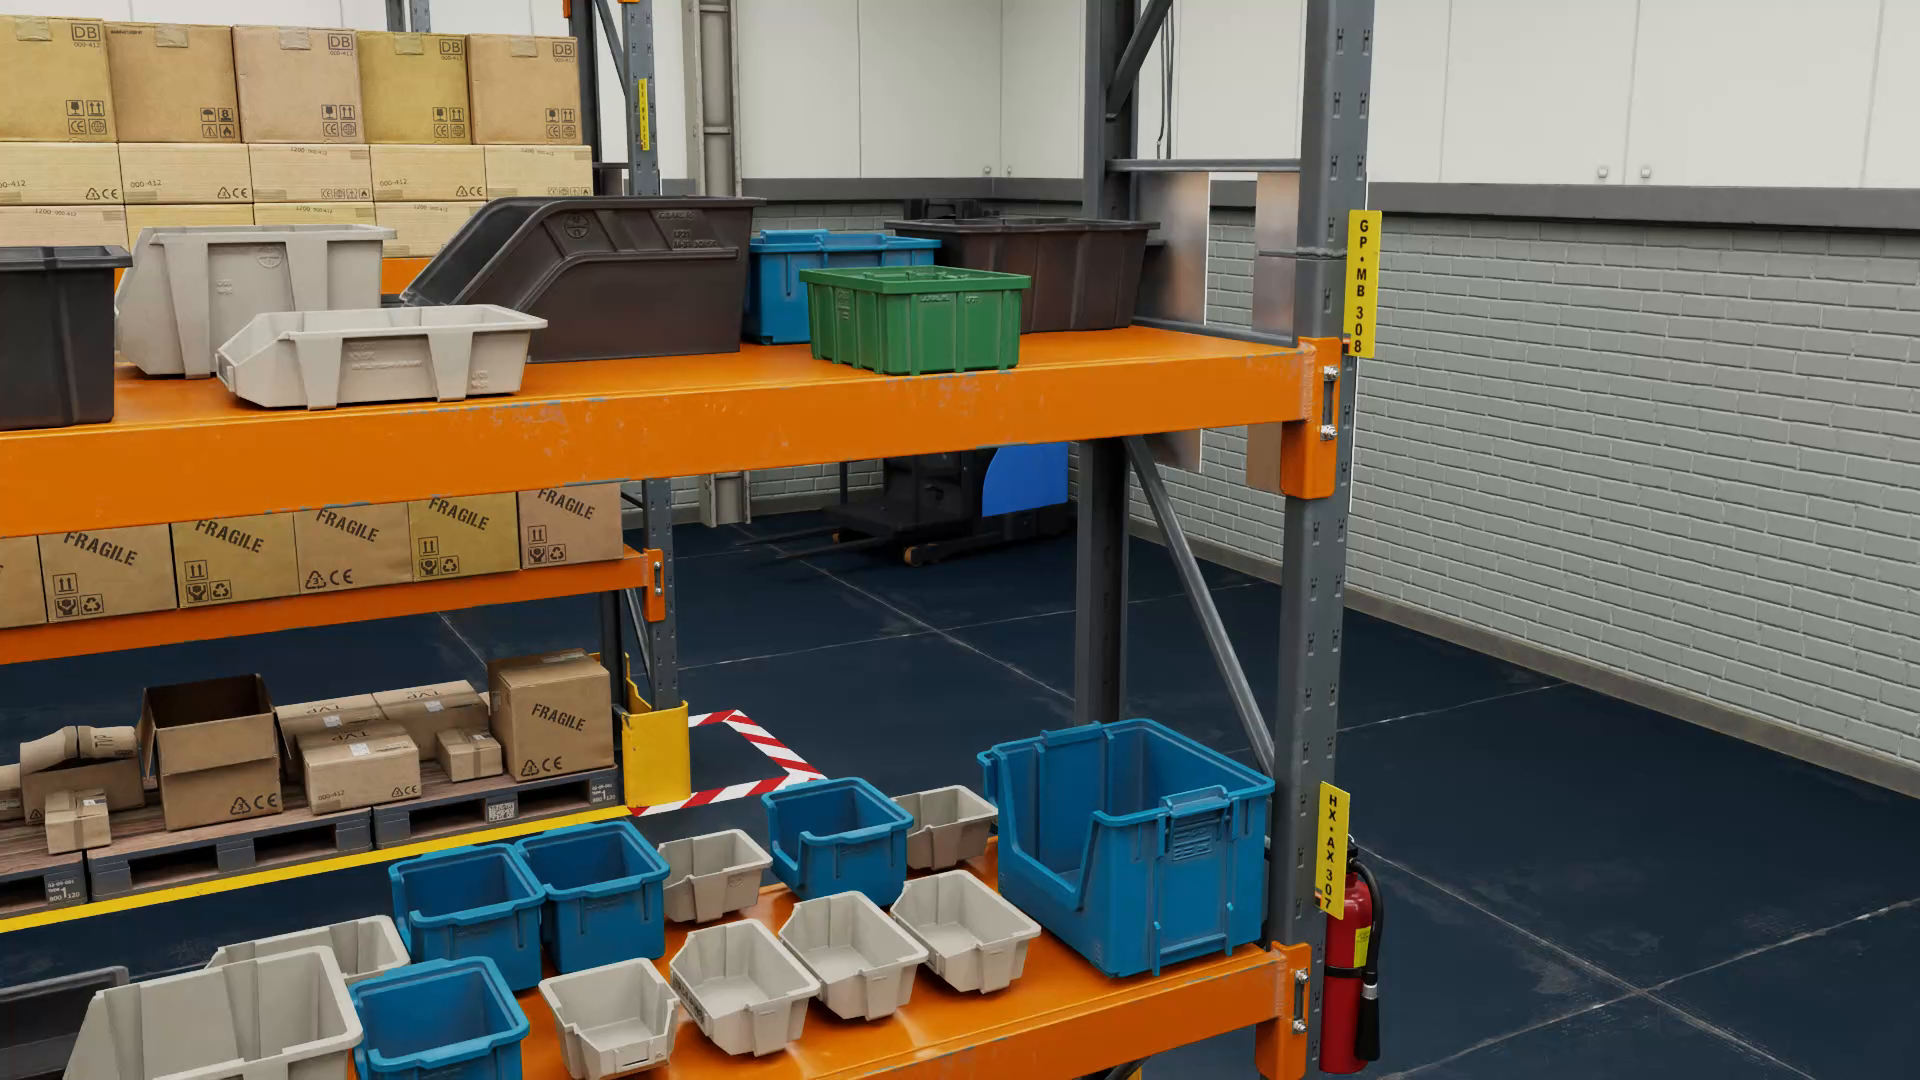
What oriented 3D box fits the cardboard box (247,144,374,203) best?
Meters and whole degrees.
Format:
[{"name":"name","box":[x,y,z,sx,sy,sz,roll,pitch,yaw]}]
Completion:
[{"name":"cardboard box","box":[-2.951,-1.650,7.481,0.500,0.250,0.500,-7,14,-28]}]

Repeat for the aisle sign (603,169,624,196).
[{"name":"aisle sign","box":[-1.824,-1.556,8.769,0.004,0.787,0.394,-7,14,-28]}]

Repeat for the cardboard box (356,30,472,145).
[{"name":"cardboard box","box":[-2.665,-2.130,7.906,0.500,0.500,0.700,-7,14,-28]}]

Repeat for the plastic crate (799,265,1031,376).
[{"name":"plastic crate","box":[-0.102,-0.470,3.516,0.336,0.188,0.450,-7,14,-28]}]

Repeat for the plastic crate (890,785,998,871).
[{"name":"plastic crate","box":[-0.069,0.811,4.638,0.298,0.136,0.250,-7,14,-28]}]

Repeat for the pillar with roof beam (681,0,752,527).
[{"name":"pillar with roof beam","box":[-0.102,-3.726,10.669,0.400,9.000,9.100,-7,14,-28]}]

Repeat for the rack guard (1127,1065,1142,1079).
[{"name":"rack guard","box":[0.642,1.946,4.825,0.348,0.500,1.175,-7,14,-28]}]

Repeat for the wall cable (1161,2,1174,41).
[{"name":"wall cable","box":[2.312,-5.059,12.161,0.112,2.526,3.097,-7,14,-28]}]

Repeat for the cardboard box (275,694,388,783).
[{"name":"cardboard box","box":[-3.234,1.011,8.546,0.500,0.250,0.500,-7,14,-28]}]

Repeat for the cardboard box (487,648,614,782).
[{"name":"cardboard box","box":[-2.102,0.886,8.532,0.500,0.500,0.500,-7,14,-28]}]

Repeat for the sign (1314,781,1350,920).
[{"name":"sign","box":[0.905,0.756,4.047,0.005,0.325,0.100,-7,14,-28]}]

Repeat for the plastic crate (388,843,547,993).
[{"name":"plastic crate","box":[-1.166,0.916,3.950,0.300,0.233,0.416,-7,14,-28]}]

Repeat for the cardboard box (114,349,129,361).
[{"name":"cardboard box","box":[-5.869,-1.112,12.033,0.700,0.700,0.980,-8,15,-31]}]

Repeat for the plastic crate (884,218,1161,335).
[{"name":"plastic crate","box":[0.156,-0.682,4.272,0.590,0.269,0.497,-7,14,-28]}]

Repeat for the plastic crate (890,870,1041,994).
[{"name":"plastic crate","box":[-0.002,0.951,4.014,0.243,0.136,0.396,-7,14,-28]}]

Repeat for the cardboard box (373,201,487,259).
[{"name":"cardboard box","box":[-2.512,-1.459,7.768,0.500,0.250,0.500,-7,14,-28]}]

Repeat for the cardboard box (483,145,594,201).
[{"name":"cardboard box","box":[-2.072,-1.755,7.945,0.500,0.250,0.500,-7,14,-28]}]

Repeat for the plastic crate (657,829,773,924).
[{"name":"plastic crate","box":[-0.664,0.882,4.321,0.298,0.136,0.250,-7,14,-28]}]

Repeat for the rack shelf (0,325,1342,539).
[{"name":"rack shelf","box":[-1.128,-0.171,3.343,4.000,0.370,1.077,-7,14,-28]}]

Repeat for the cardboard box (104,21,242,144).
[{"name":"cardboard box","box":[-3.537,-2.022,7.427,0.500,0.500,0.700,-7,14,-28]}]

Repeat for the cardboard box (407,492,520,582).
[{"name":"cardboard box","box":[-2.459,-0.118,8.072,0.500,0.500,0.500,-7,14,-27]}]

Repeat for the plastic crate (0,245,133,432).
[{"name":"plastic crate","box":[-1.662,-0.325,2.689,0.590,0.269,0.497,-7,14,-28]}]

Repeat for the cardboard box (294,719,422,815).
[{"name":"cardboard box","box":[-2.950,1.102,8.141,0.500,0.250,0.500,-7,14,-28]}]

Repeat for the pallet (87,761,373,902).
[{"name":"pallet","box":[-3.578,1.356,8.102,1.213,0.211,1.003,-7,14,-28]}]

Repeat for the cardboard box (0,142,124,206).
[{"name":"cardboard box","box":[-3.826,-1.544,7.007,0.500,0.250,0.500,-7,14,-28]}]

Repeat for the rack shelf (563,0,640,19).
[{"name":"rack shelf","box":[-3.498,-2.588,7.257,4.000,0.370,1.077,-7,14,-28]}]

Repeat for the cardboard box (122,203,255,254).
[{"name":"cardboard box","box":[-3.391,-1.354,7.303,0.500,0.250,0.500,-7,14,-28]}]

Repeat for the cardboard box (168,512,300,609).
[{"name":"cardboard box","box":[-3.342,-0.013,7.608,0.500,0.500,0.500,-7,14,-29]}]

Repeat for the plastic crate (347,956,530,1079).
[{"name":"plastic crate","box":[-1.053,1.049,3.360,0.300,0.233,0.416,-7,14,-28]}]

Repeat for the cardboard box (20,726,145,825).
[{"name":"cardboard box","box":[-4.231,1.101,8.008,0.500,0.311,0.500,-7,14,-28]}]

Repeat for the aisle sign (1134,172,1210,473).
[{"name":"aisle sign","box":[0.548,-0.602,4.531,0.004,0.787,0.394,-7,14,-28]}]

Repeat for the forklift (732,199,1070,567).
[{"name":"forklift","box":[-0.480,-1.341,13.890,3.031,2.935,1.130,-11,16,-39]}]

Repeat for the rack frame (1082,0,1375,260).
[{"name":"rack frame","box":[0.627,-2.196,3.869,0.127,3.000,1.000,-7,14,-28]}]

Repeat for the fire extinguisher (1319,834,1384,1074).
[{"name":"fire extinguisher","box":[0.977,1.023,4.259,0.183,0.674,0.296,-7,14,-28]}]

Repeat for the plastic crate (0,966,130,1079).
[{"name":"plastic crate","box":[-2.030,1.087,3.435,0.590,0.125,0.437,-7,14,-28]}]

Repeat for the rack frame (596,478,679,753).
[{"name":"rack frame","box":[-1.743,-0.224,8.771,0.127,3.000,1.000,-7,14,-28]}]

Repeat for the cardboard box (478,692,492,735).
[{"name":"cardboard box","box":[-2.495,0.948,9.016,0.250,0.166,0.380,-7,14,-28]}]

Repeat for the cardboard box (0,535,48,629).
[{"name":"cardboard box","box":[-4.228,0.093,7.138,0.500,0.500,0.500,-7,14,-27]}]

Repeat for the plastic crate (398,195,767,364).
[{"name":"plastic crate","box":[-0.846,-0.594,3.727,0.767,0.338,0.504,-7,14,-28]}]

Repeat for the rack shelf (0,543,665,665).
[{"name":"rack shelf","box":[-3.498,0.338,7.915,4.000,0.370,1.077,-7,14,-28]}]

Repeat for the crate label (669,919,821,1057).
[{"name":"crate label","box":[-0.496,1.013,3.740,0.243,0.136,0.396,-7,14,-28]}]
